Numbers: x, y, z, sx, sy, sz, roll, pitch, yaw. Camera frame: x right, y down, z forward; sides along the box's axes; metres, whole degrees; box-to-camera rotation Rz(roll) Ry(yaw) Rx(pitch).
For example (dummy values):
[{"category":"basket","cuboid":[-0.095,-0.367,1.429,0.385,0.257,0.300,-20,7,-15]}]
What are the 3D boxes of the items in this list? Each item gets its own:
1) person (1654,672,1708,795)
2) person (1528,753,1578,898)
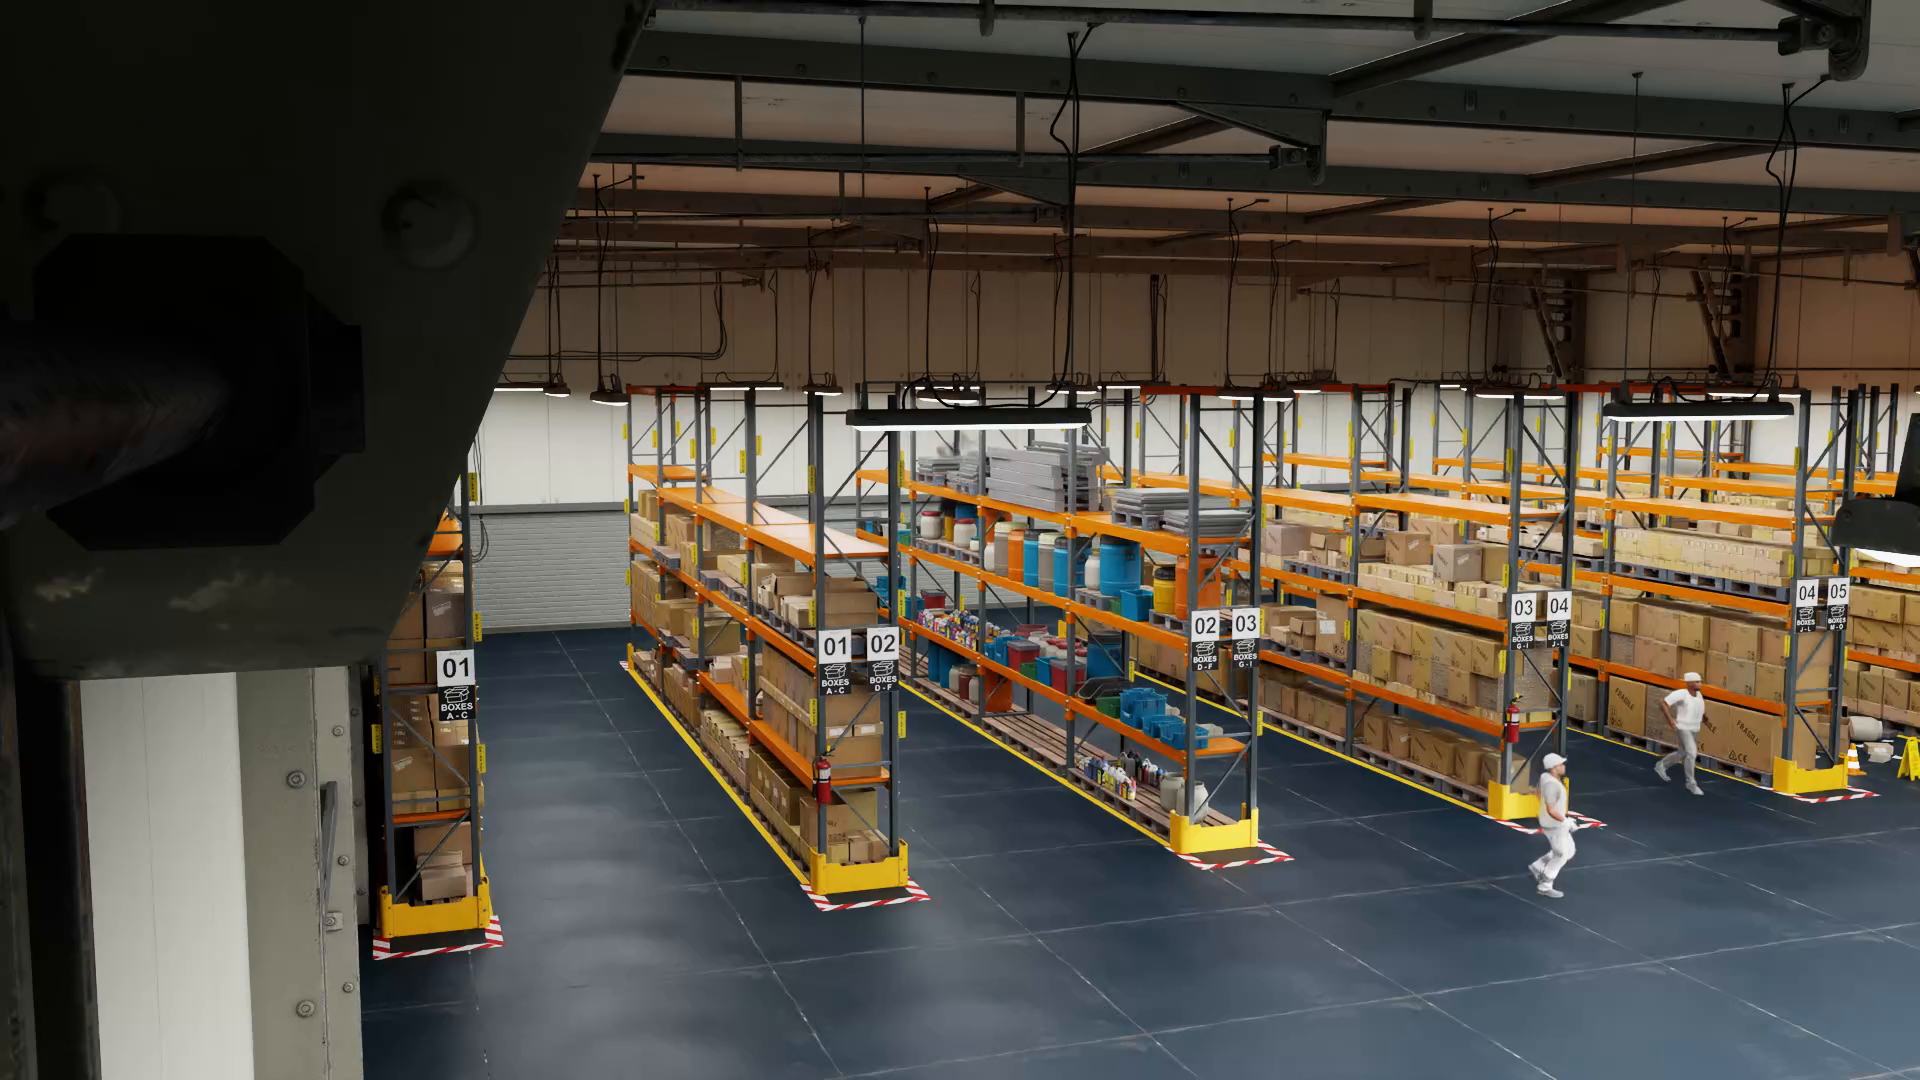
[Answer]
[{"category":"person","cuboid":[10.966,2.878,25.114,0.725,1.789,0.911,-4,7,-32]},{"category":"person","cuboid":[7.120,3.410,19.942,0.544,1.745,0.663,2,6,14]}]
